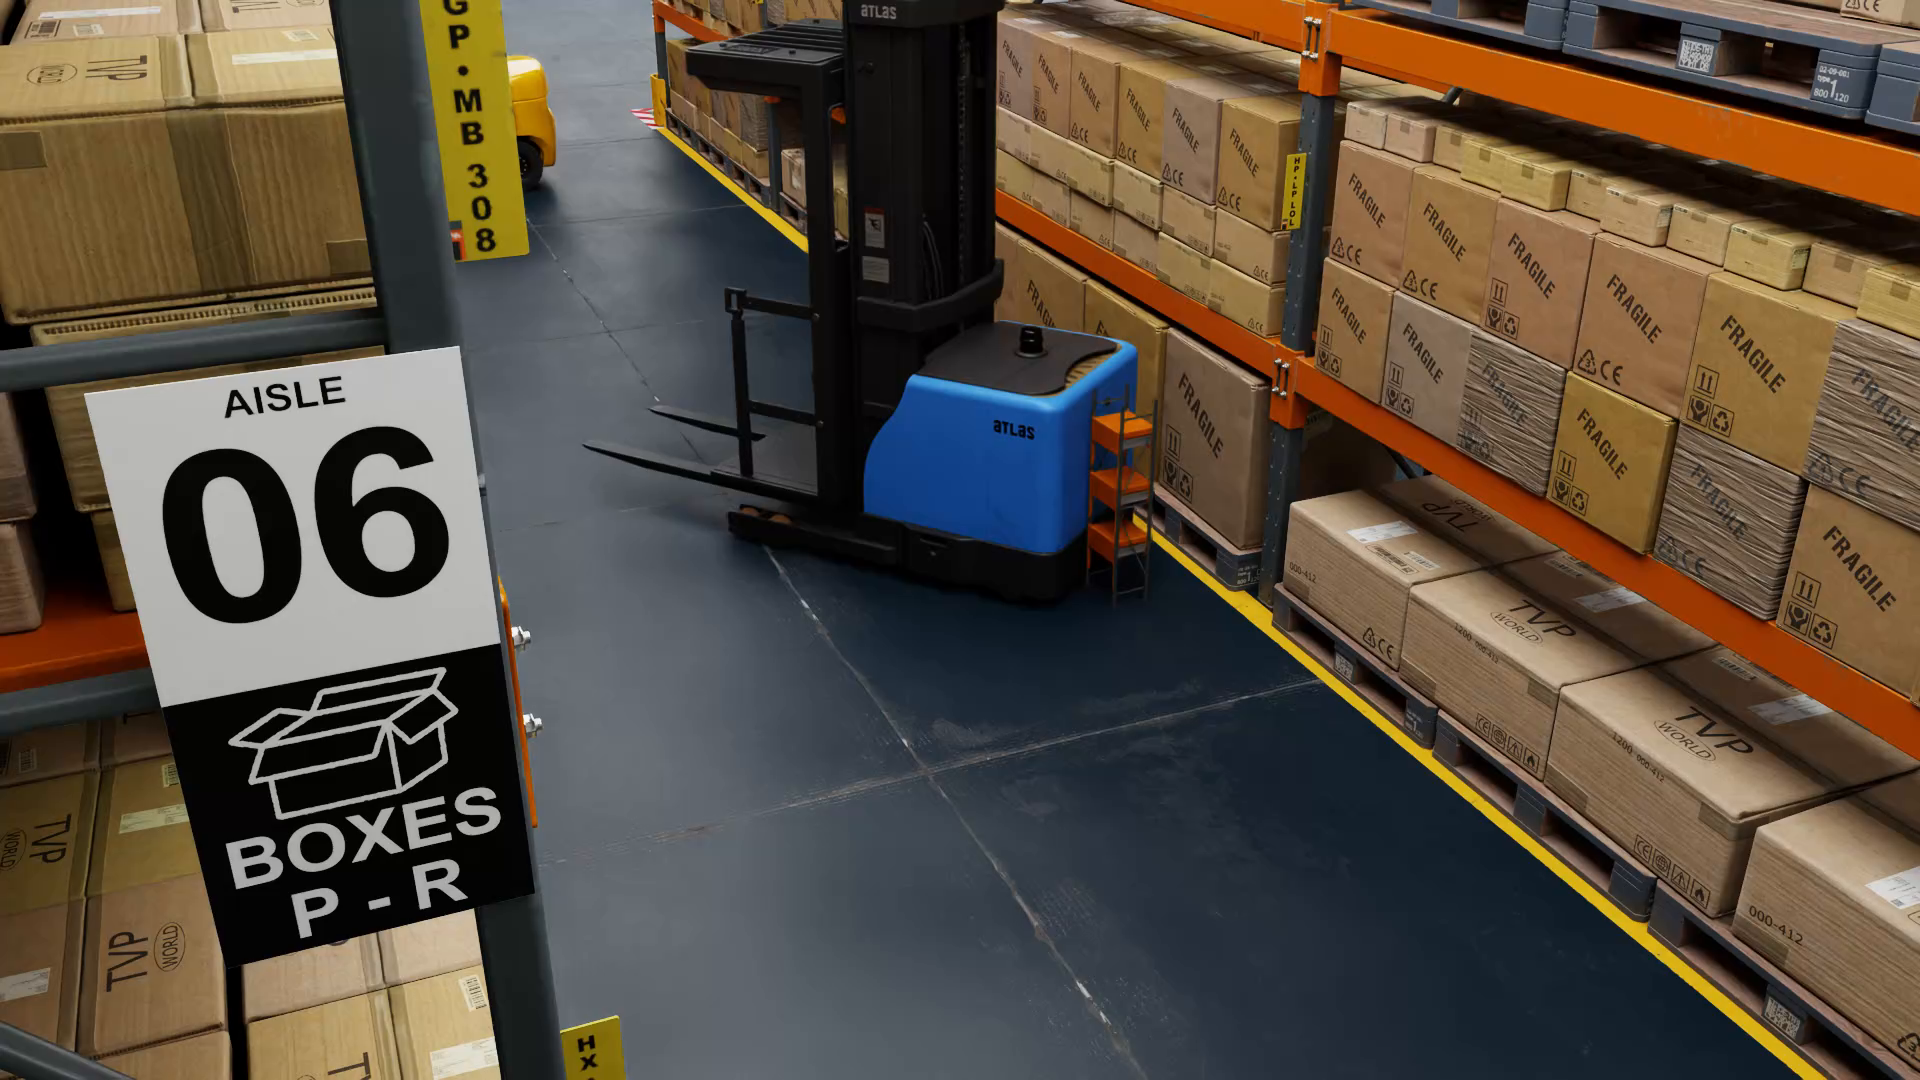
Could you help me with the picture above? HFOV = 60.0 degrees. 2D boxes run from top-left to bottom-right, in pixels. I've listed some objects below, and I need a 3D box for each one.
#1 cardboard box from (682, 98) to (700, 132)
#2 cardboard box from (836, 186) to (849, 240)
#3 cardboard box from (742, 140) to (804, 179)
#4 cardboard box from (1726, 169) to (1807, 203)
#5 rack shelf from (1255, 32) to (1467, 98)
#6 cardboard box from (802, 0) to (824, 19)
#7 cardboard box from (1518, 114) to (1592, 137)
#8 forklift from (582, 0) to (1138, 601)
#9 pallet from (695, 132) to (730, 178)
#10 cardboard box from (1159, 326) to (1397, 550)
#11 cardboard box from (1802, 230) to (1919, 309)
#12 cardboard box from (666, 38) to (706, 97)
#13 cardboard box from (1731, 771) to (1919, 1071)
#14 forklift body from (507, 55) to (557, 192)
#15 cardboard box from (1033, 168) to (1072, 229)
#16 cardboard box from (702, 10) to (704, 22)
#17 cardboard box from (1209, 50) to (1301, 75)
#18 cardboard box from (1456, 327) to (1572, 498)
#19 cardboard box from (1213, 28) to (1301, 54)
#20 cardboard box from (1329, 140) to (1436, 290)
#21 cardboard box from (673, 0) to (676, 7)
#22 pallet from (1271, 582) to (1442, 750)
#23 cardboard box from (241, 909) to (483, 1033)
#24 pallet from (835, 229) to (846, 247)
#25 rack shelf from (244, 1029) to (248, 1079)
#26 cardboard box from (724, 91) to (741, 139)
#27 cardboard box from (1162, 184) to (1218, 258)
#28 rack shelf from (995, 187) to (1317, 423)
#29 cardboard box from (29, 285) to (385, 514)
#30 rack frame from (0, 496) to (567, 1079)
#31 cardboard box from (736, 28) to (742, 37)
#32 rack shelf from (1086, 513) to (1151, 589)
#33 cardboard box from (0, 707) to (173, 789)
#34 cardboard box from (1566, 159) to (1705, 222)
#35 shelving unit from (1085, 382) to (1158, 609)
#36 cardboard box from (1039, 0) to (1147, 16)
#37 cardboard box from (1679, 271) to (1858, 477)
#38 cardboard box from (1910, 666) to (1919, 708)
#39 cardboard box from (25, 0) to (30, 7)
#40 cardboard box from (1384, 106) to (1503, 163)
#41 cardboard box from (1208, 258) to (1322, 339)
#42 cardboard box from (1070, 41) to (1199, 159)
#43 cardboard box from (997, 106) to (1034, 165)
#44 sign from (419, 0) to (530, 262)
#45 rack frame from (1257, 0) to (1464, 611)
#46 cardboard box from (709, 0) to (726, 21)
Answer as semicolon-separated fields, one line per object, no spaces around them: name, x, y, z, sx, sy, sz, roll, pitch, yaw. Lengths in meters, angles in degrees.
cardboard box;-2.506;-4.332;16.859;0.500;0.250;0.500;-10;28;-19
cardboard box;-0.427;-2.571;13.114;0.950;0.372;0.625;-10;28;-19
cardboard box;-1.672;-3.490;15.135;0.500;0.250;0.500;-9;28;-18
cardboard box;2.905;-1.208;5.812;0.380;0.149;0.250;-11;28;-21
rack shelf;4.105;-4.105;14.559;1.077;0.370;4.000;-11;28;-21
cardboard box;-0.896;-4.069;12.734;0.500;0.500;0.500;-11;28;-21
cardboard box;2.445;-1.604;6.623;0.380;0.149;0.250;-11;28;-21
forklift;-0.636;-1.468;8.416;3.031;2.935;1.130;13;29;25
pallet;-1.971;-3.850;16.395;1.003;0.211;1.213;-11;28;-21
cardboard box;1.623;-0.586;8.474;0.875;0.875;0.875;-10;28;-19
cardboard box;2.783;-0.811;4.999;0.380;0.149;0.250;-11;28;-21
cardboard box;-2.689;-4.867;17.100;0.500;0.500;0.500;-12;28;-22
cardboard box;3.155;1.213;5.288;0.875;0.438;0.875;-12;28;-22
forklift body;-4.904;-4.272;15.048;2.313;2.155;1.214;-11;28;-21
cardboard box;0.751;-2.005;9.608;0.500;0.250;0.500;-10;28;-19
cardboard box;-2.252;-5.037;15.933;0.380;0.149;0.250;-11;28;-22
cardboard box;1.613;-2.240;8.665;0.500;0.500;0.500;-11;28;-22
cardboard box;2.264;-0.520;6.282;0.500;0.500;0.500;-10;28;-20
cardboard box;3.140;-4.736;16.974;0.875;0.875;0.875;-10;28;-20
cardboard box;1.903;-1.375;6.895;0.500;0.500;0.500;-10;28;-20
cardboard box;-2.676;-5.453;16.787;0.380;0.149;0.250;-12;28;-22
pallet;2.165;0.458;7.571;1.003;0.211;1.213;-11;28;-21
cardboard box;-1.187;0.855;3.412;0.500;0.250;0.500;-10;28;-20
pallet;-0.406;-2.284;13.188;1.003;0.211;1.213;-11;28;-21
rack shelf;-1.843;0.870;4.369;1.077;0.370;4.000;-11;28;-21
cardboard box;-1.873;-4.033;15.391;0.500;0.500;0.500;-10;28;-20
cardboard box;1.341;-1.609;8.228;0.500;0.250;0.500;-10;28;-19
rack shelf;1.156;-1.599;9.427;1.077;0.370;4.000;-11;28;-21
cardboard box;-0.982;-0.286;2.330;0.500;0.250;0.500;-11;28;-21
rack frame;-1.060;1.354;2.558;1.000;3.000;0.127;-11;28;-21
cardboard box;-1.819;-4.630;15.101;0.380;0.149;0.250;-11;28;-21
rack shelf;0.770;0.052;8.105;0.215;0.259;0.240;-13;29;-25
cardboard box;-2.079;0.527;4.083;0.500;0.250;0.500;-11;28;-21
cardboard box;2.371;-1.222;5.841;0.380;0.149;0.250;-11;28;-21
shelving unit;0.770;-0.208;7.979;0.215;1.050;0.252;-13;29;-25
cardboard box;0.816;-3.060;10.346;0.500;0.500;0.500;-11;28;-22
cardboard box;2.676;-0.554;5.213;0.500;0.500;0.500;-11;28;-21
cardboard box;3.074;0.306;4.591;0.500;0.500;0.500;-10;28;-20
cardboard box;-1.394;-0.916;3.051;0.500;0.250;0.500;-11;28;-21
cardboard box;1.939;-1.628;6.673;0.380;0.149;0.250;-10;28;-20
cardboard box;1.532;-1.185;7.930;0.500;0.250;0.500;-11;28;-22
cardboard box;0.927;-2.369;8.929;0.500;0.500;0.500;-10;28;-20
cardboard box;0.546;-2.431;9.912;0.500;0.250;0.500;-10;28;-19
sign;-0.561;-0.480;1.899;0.100;0.325;0.005;-11;28;-21
rack frame;1.939;-1.115;7.615;1.000;3.000;0.127;-11;28;-21
cardboard box;-2.012;-5.075;15.273;0.500;0.500;0.500;-10;28;-19
